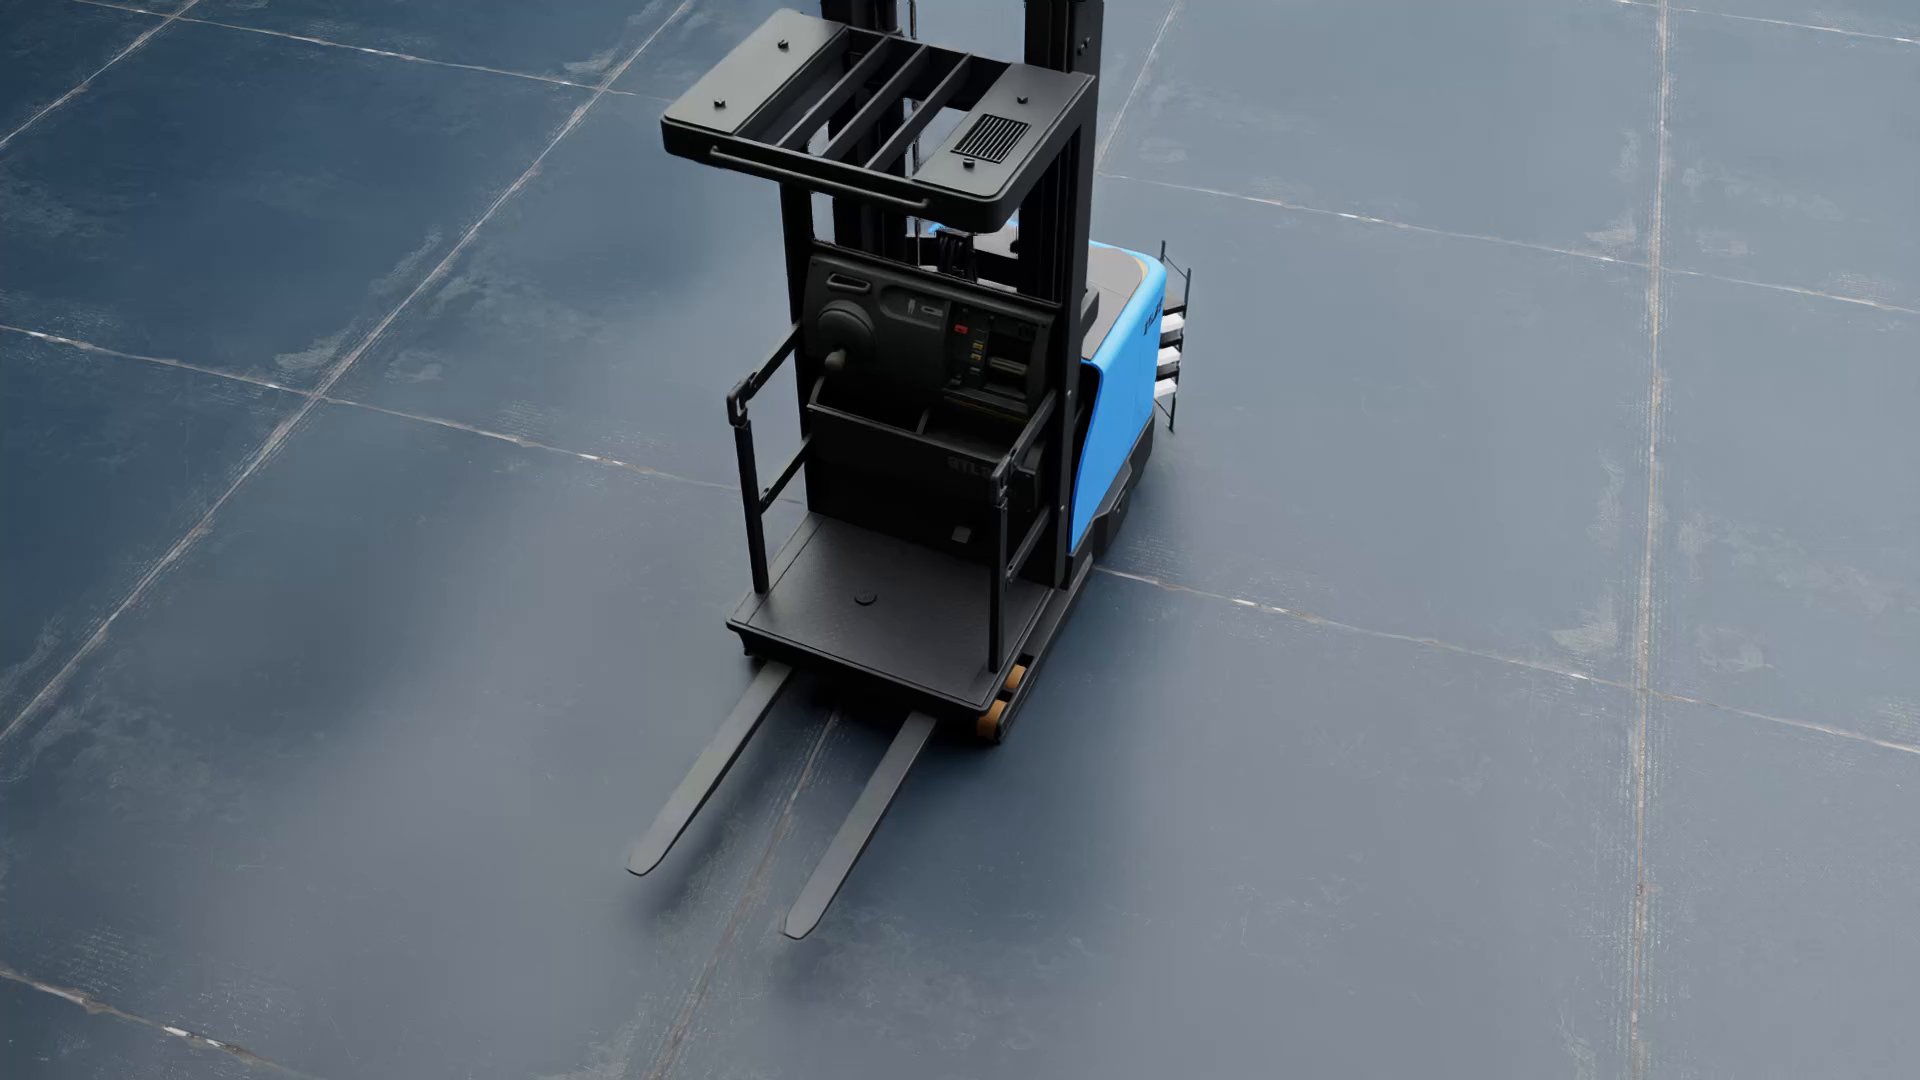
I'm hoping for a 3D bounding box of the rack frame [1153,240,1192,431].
[{"bbox_3d":[0.927,-0.900,7.425,0.006,0.900,0.240,-18,47,-17],"label":"rack frame"}]

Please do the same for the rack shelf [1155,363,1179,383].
[{"bbox_3d":[0.835,-0.782,7.481,0.200,0.077,0.258,-18,47,-17],"label":"rack shelf"}]

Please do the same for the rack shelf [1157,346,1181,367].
[{"bbox_3d":[0.835,-0.846,7.418,0.200,0.077,0.258,-18,47,-17],"label":"rack shelf"}]

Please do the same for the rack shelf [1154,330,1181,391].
[{"bbox_3d":[0.835,-0.834,7.430,0.190,0.281,0.221,-18,47,-17],"label":"rack shelf"}]

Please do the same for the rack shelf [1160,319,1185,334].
[{"bbox_3d":[0.835,-0.975,7.292,0.200,0.077,0.258,-18,47,-17],"label":"rack shelf"}]

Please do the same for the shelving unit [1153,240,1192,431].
[{"bbox_3d":[0.836,-0.870,7.395,0.208,0.900,0.258,-18,47,-17],"label":"shelving unit"}]
